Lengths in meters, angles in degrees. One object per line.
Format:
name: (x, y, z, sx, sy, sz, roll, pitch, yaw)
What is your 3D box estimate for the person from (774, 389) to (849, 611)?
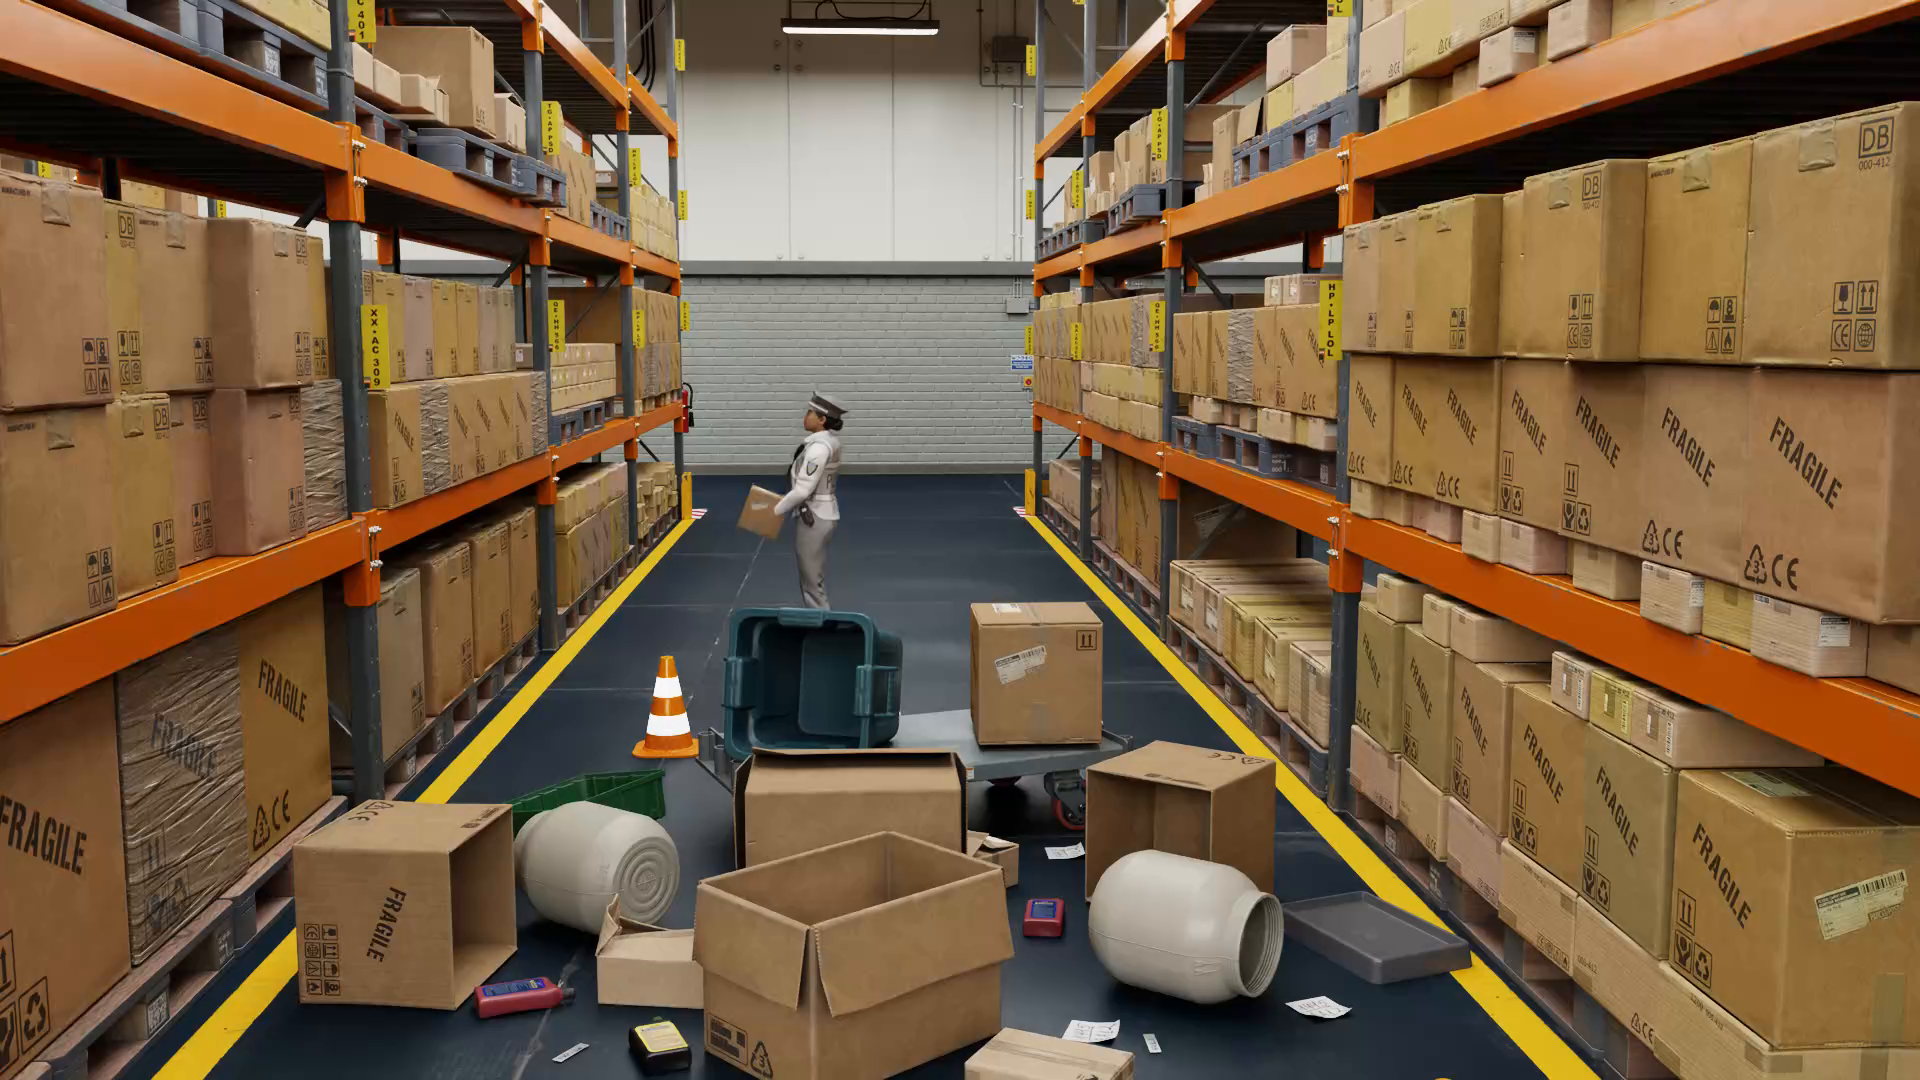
person: (-0.955, -0.087, 10.308, 0.543, 1.700, 0.471, 1, 7, 5)
